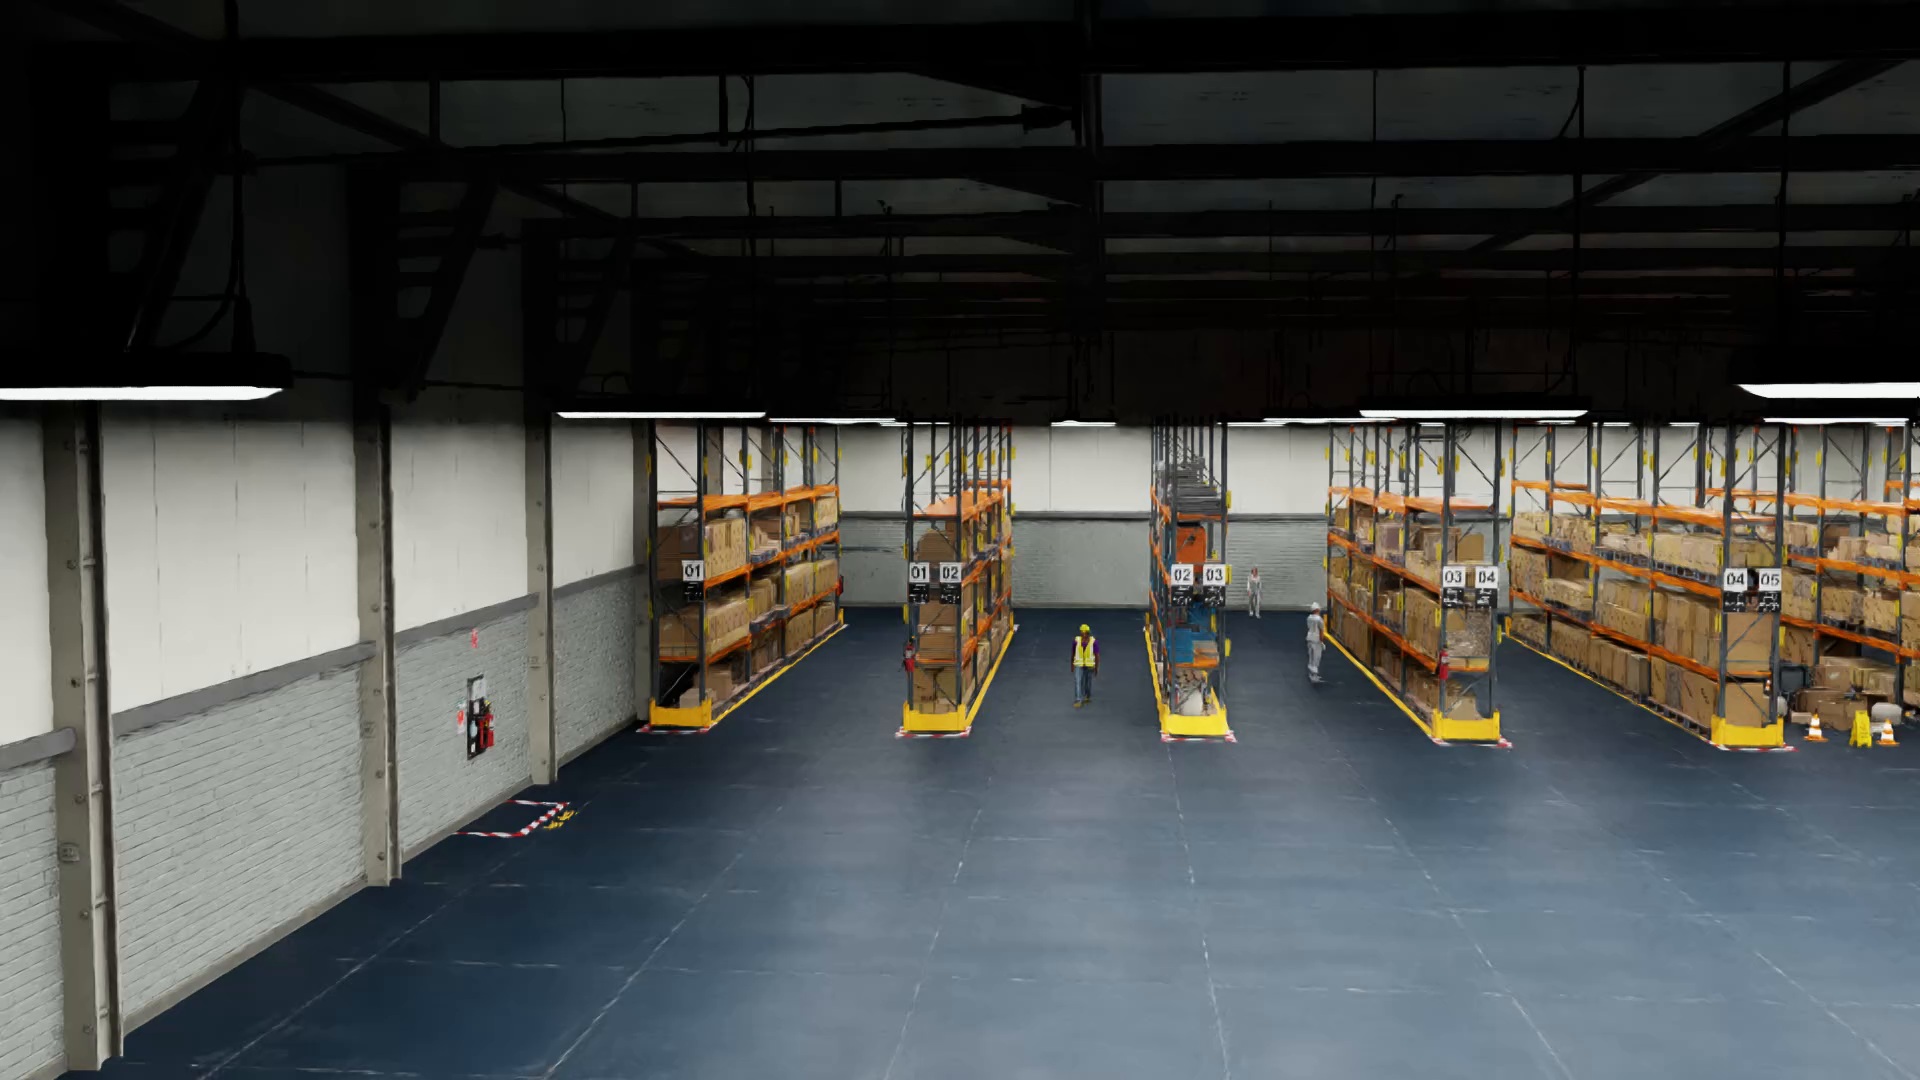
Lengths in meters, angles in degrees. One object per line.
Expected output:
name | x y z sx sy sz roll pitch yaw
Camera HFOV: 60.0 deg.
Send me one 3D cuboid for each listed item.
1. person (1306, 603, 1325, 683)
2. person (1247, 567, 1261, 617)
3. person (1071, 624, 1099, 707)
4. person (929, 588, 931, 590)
person | 8.025 2.297 37.377 0.451 1.789 0.605 -2 4 -25
person | 8.912 1.562 50.383 0.417 1.517 1.037 0 4 7
person | 2.576 2.561 34.207 0.577 1.687 1.115 0 4 3
person | -0.769 1.844 45.662 0.639 1.632 0.505 0 4 3
